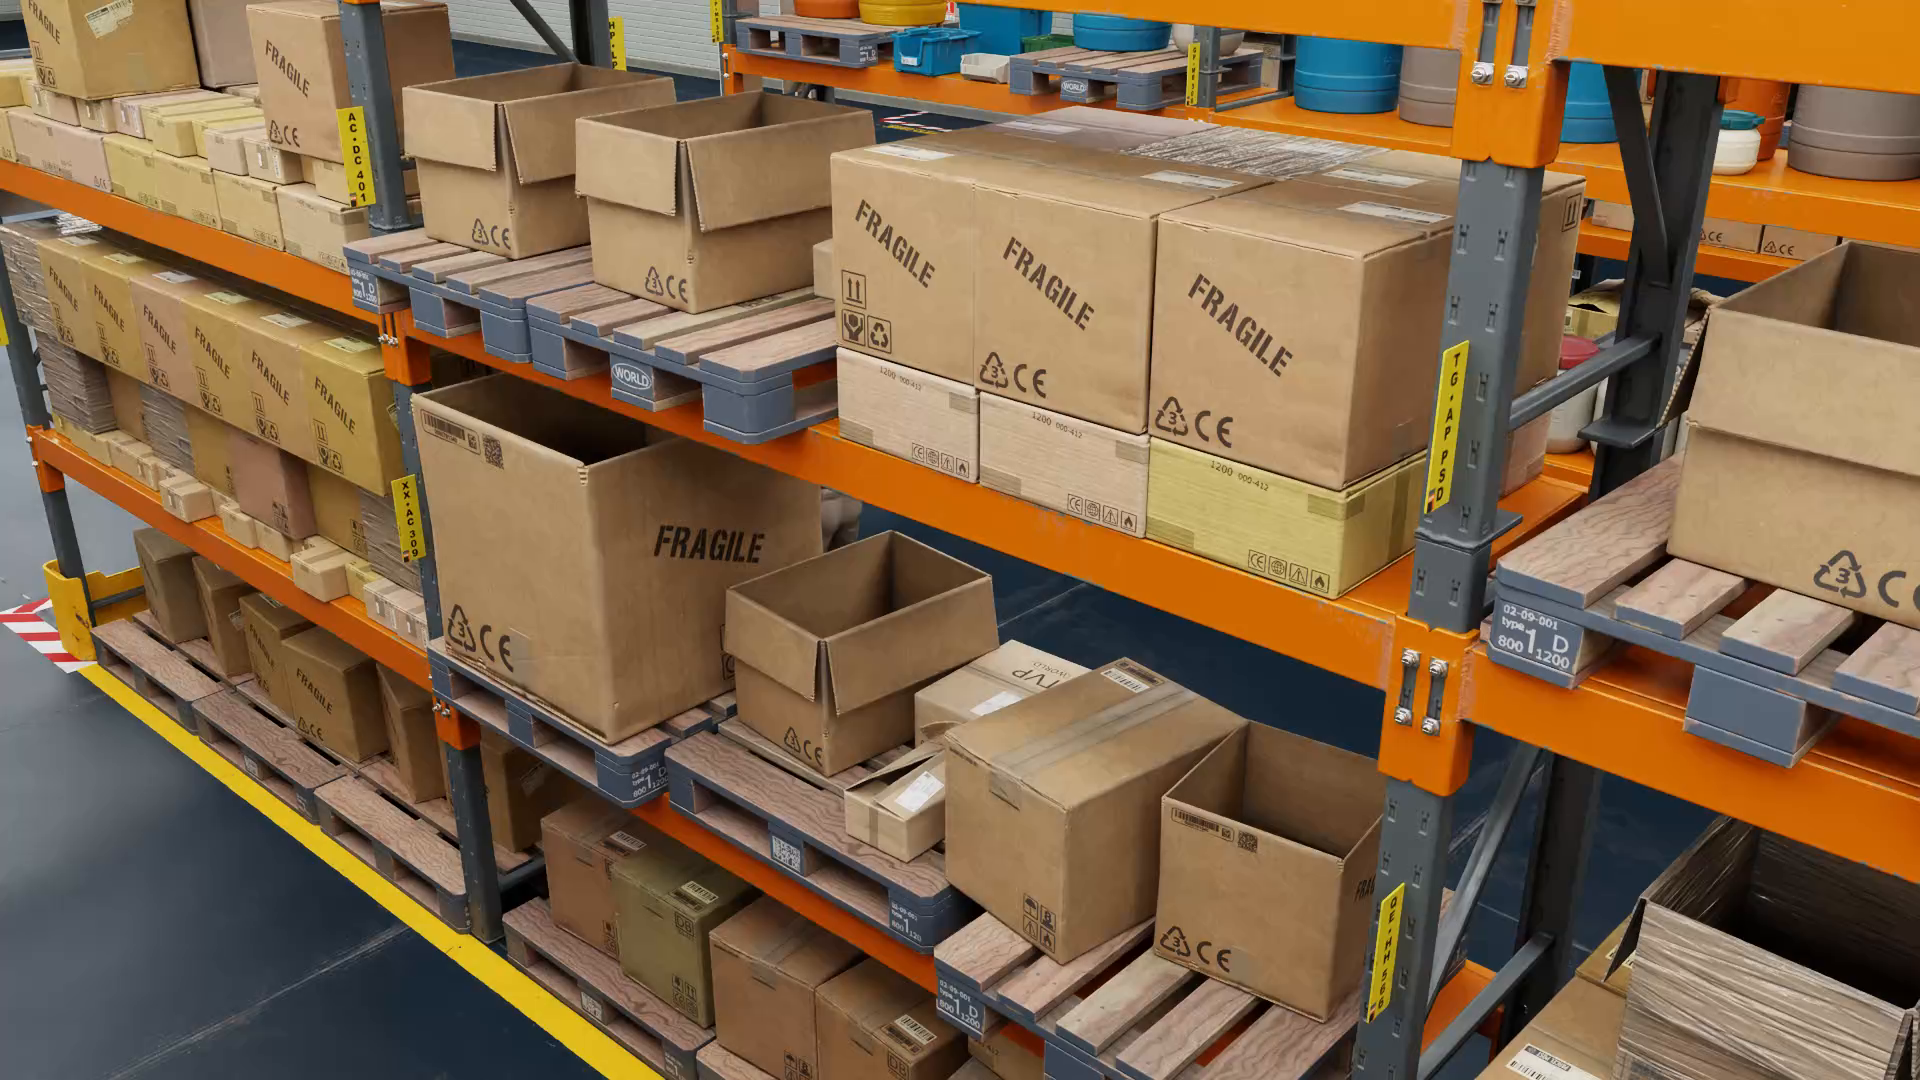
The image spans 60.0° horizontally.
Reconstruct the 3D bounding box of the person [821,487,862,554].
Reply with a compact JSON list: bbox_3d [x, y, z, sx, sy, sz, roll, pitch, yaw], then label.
[{"bbox_3d":[-0.761,-0.197,9.067,0.393,1.725,0.592,18,30,35],"label":"person"}]
